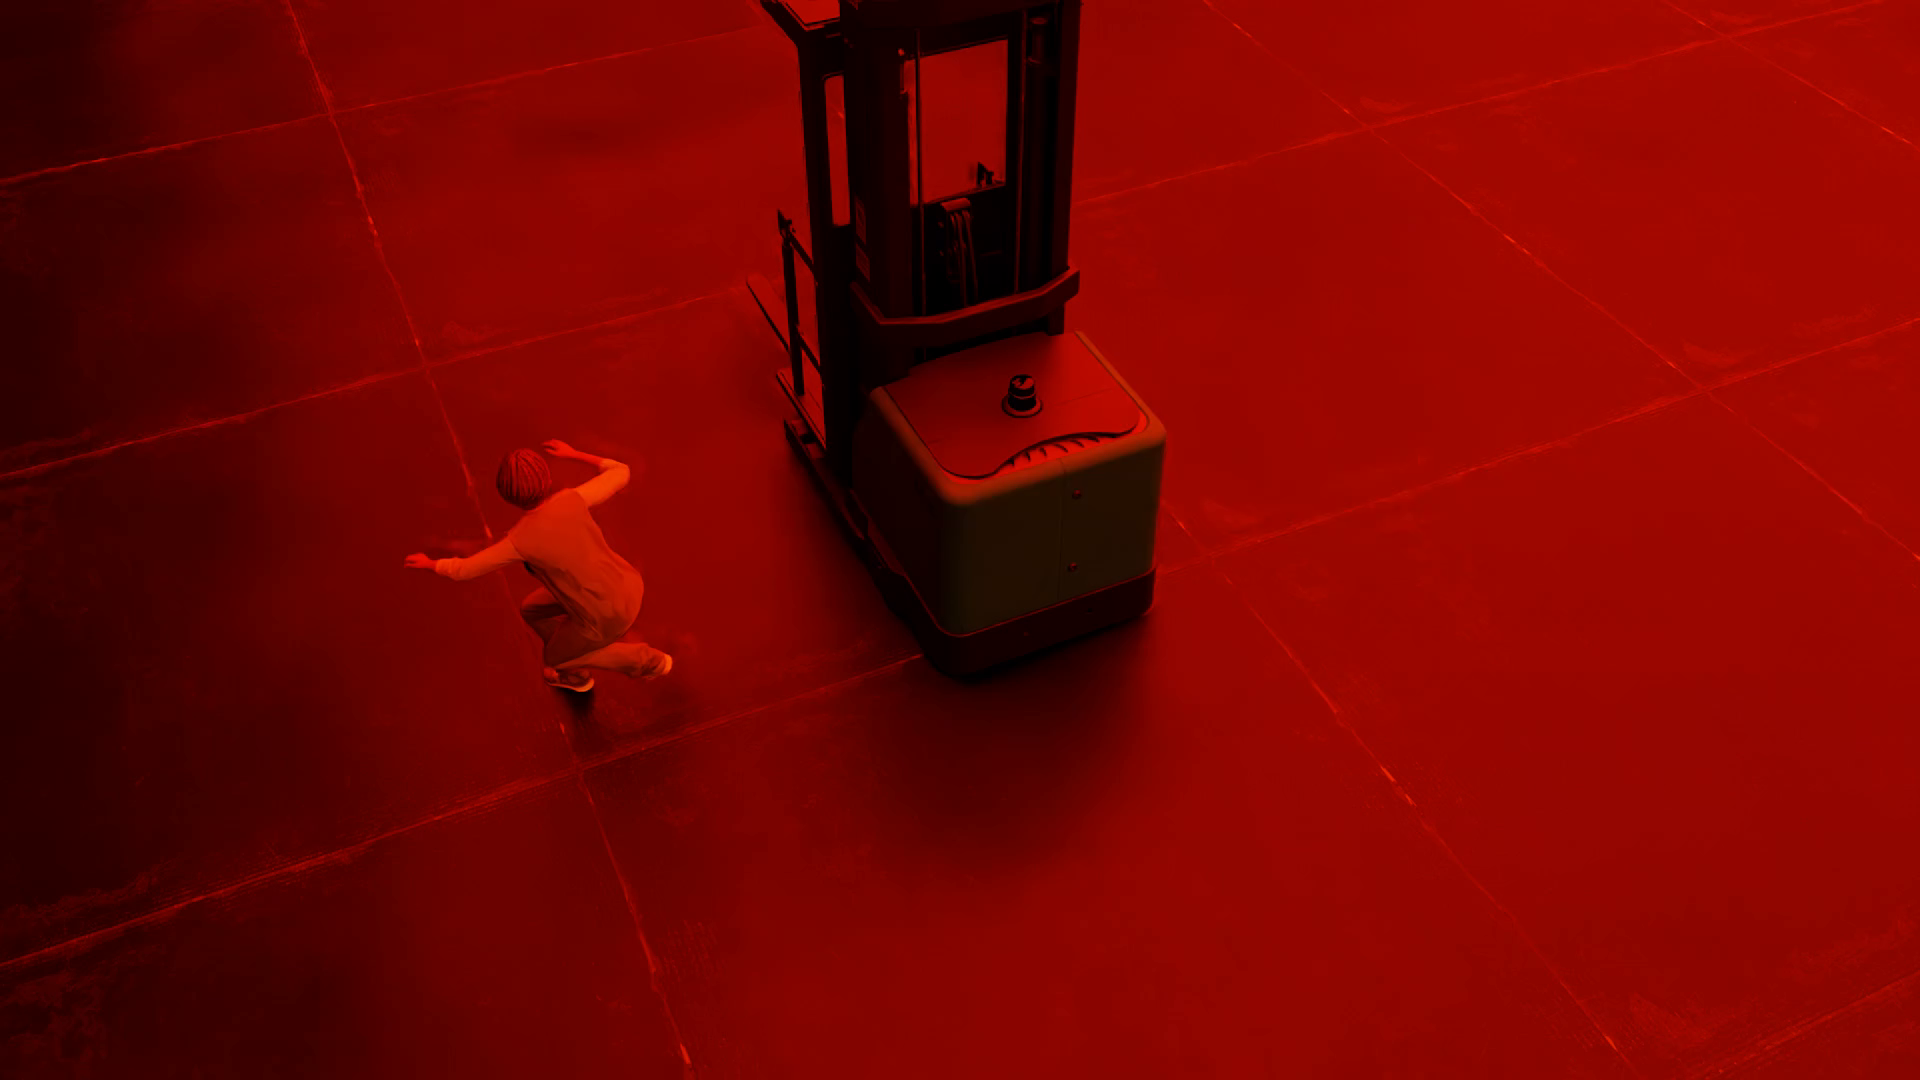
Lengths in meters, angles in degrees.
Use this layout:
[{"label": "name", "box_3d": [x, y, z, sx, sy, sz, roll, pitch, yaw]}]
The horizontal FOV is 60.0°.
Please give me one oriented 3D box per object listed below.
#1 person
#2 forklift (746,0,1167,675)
[{"label": "person", "box_3d": [-1.686, 0.121, 6.736, 0.988, 1.340, 0.674, 8, 44, 9]}, {"label": "forklift", "box_3d": [-0.218, -1.505, 7.293, 1.130, 2.935, 3.031, -18, 46, -18]}]
